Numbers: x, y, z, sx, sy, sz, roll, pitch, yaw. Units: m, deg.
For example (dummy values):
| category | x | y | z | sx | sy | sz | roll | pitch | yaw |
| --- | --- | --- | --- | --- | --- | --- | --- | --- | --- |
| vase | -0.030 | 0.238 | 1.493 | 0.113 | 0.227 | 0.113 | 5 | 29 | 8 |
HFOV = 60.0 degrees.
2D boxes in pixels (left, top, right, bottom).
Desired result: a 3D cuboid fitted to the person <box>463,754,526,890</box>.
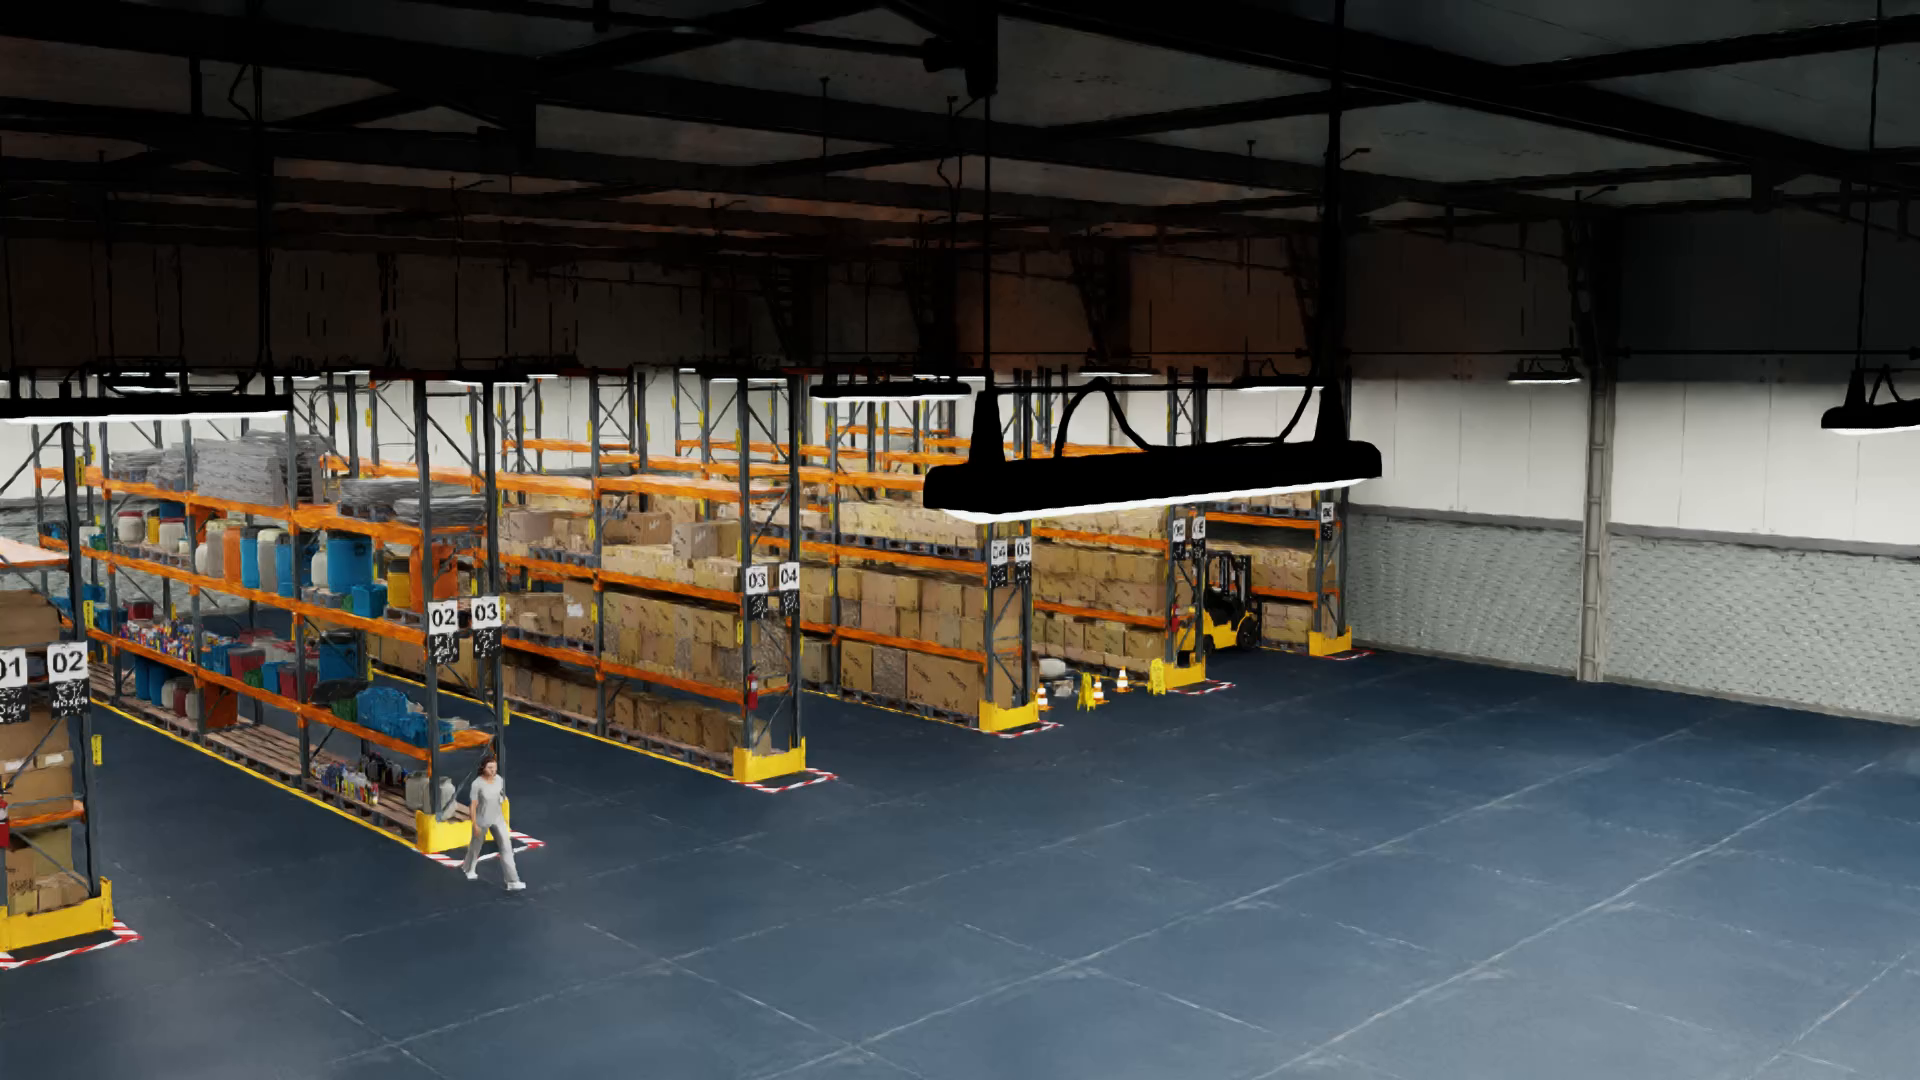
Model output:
| category | x | y | z | sx | sy | sz | roll | pitch | yaw |
| --- | --- | --- | --- | --- | --- | --- | --- | --- | --- |
| person | -5.577 | 3.311 | 19.660 | 0.446 | 1.590 | 1.110 | -6 | 9 | -42 |
